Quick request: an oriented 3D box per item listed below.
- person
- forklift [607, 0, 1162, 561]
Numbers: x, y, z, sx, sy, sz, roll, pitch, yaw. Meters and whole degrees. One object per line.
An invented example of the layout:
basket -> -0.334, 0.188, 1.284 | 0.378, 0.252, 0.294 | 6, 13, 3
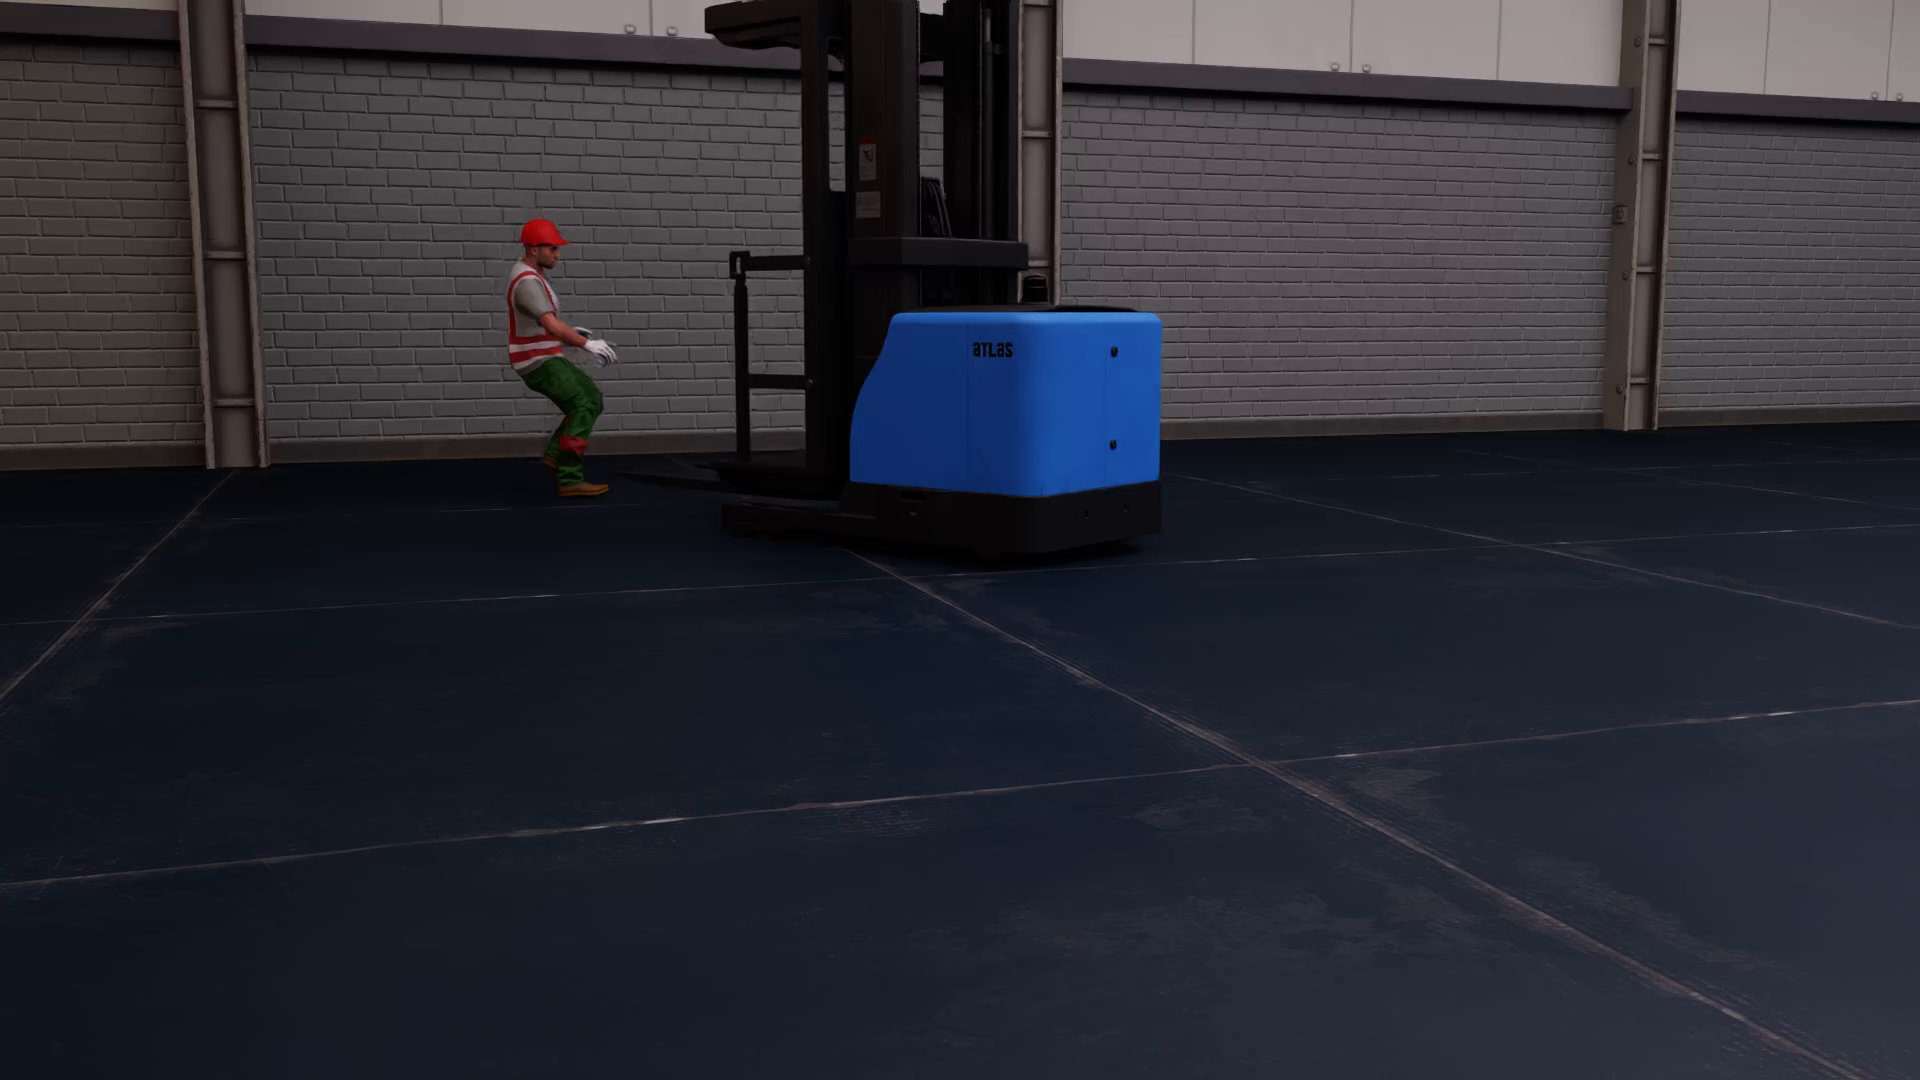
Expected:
person -> -2.381, -1.094, 9.982 | 0.635, 1.622, 0.913 | -2, 8, -12
forklift -> -0.526, -1.502, 8.090 | 3.031, 2.935, 1.130 | 6, 10, 39
